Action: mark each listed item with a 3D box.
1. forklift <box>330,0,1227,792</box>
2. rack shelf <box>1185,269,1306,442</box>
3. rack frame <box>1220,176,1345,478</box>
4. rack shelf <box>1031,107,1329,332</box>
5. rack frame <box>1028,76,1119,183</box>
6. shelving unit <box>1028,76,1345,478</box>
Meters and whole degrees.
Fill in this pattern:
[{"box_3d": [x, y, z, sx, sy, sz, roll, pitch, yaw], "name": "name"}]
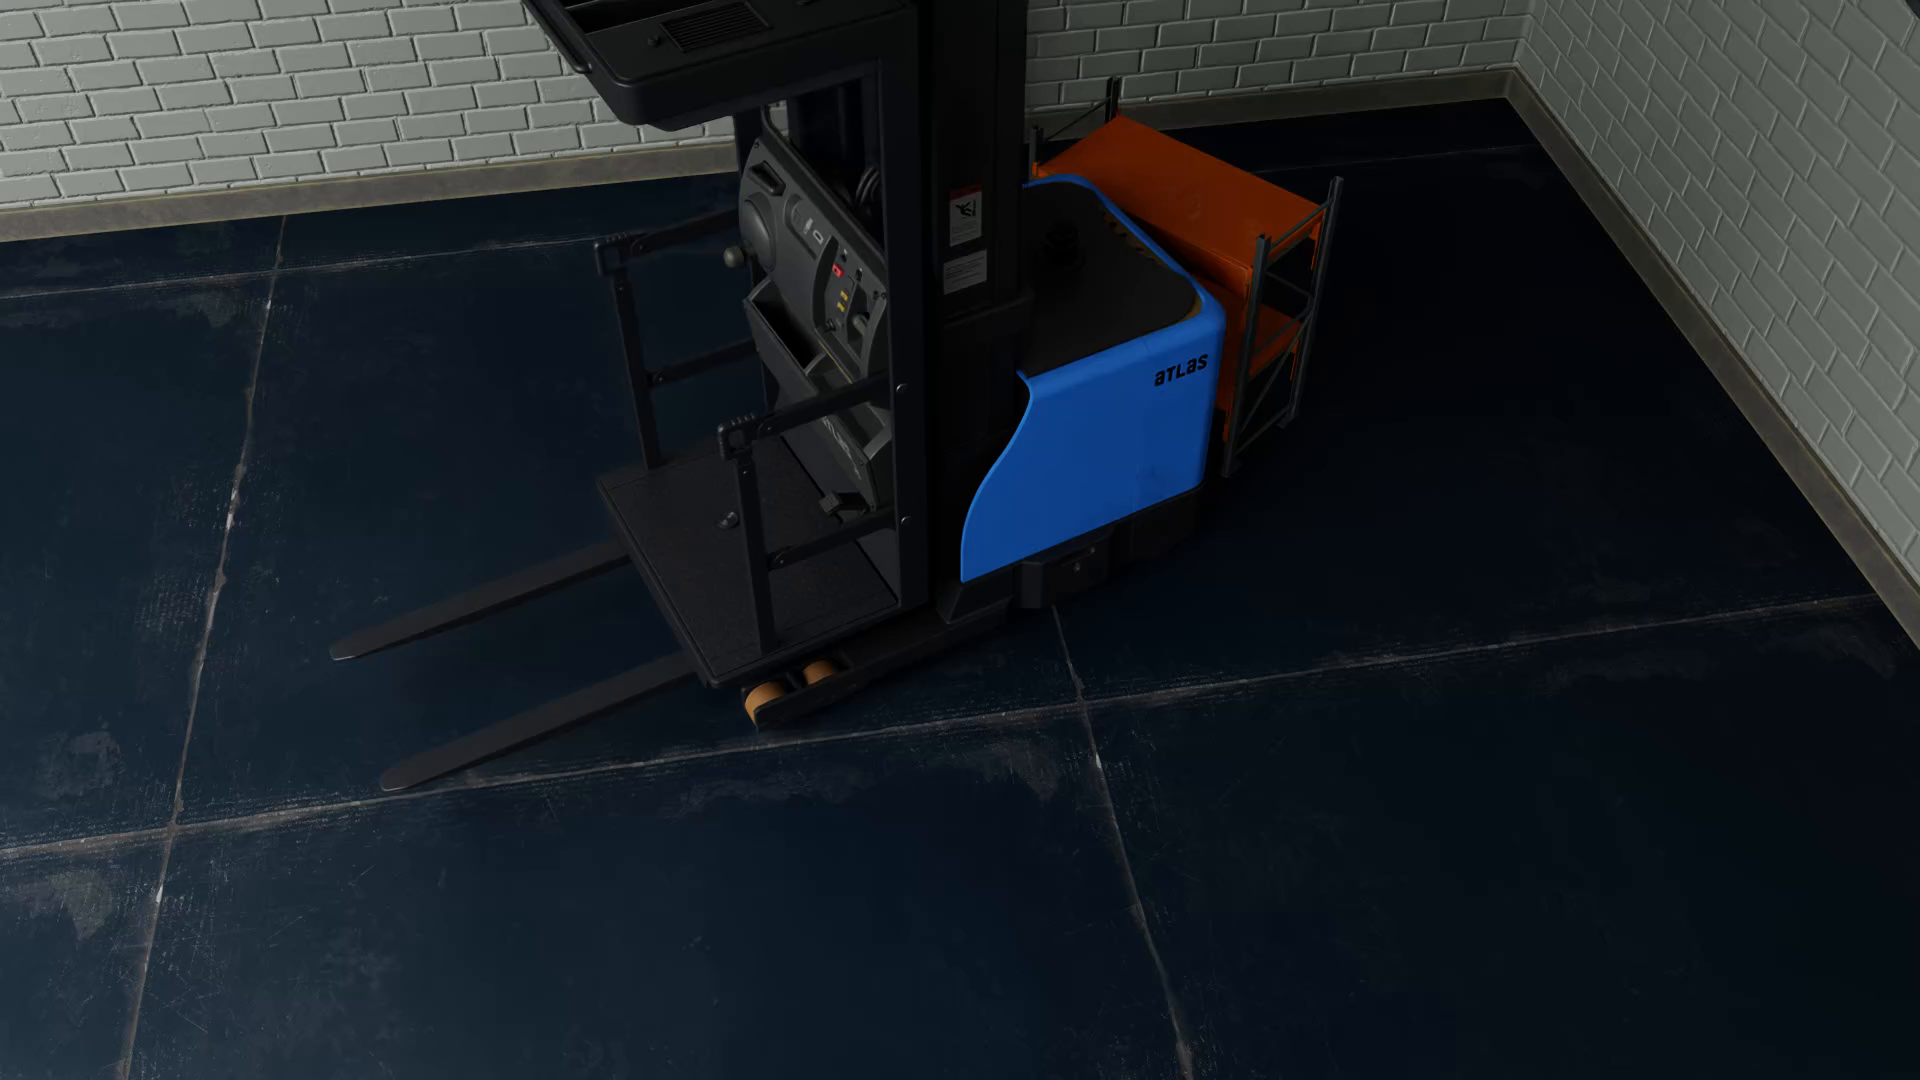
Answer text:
[{"box_3d": [-0.635, -0.816, 5.001, 3.031, 2.935, 1.130, -22, 50, -20], "name": "forklift"}, {"box_3d": [0.816, -0.846, 6.624, 1.000, 0.278, 0.538, 33, 54, 28], "name": "rack shelf"}, {"box_3d": [1.194, -0.772, 6.213, 0.032, 1.125, 0.500, 33, 54, 28], "name": "rack frame"}, {"box_3d": [0.816, -1.219, 6.237, 1.000, 0.278, 0.538, 33, 54, 28], "name": "rack shelf"}, {"box_3d": [0.437, -1.260, 6.683, 0.032, 1.125, 0.500, 33, 54, 28], "name": "rack frame"}, {"box_3d": [0.816, -1.016, 6.448, 1.048, 1.125, 0.538, 33, 54, 28], "name": "shelving unit"}]
